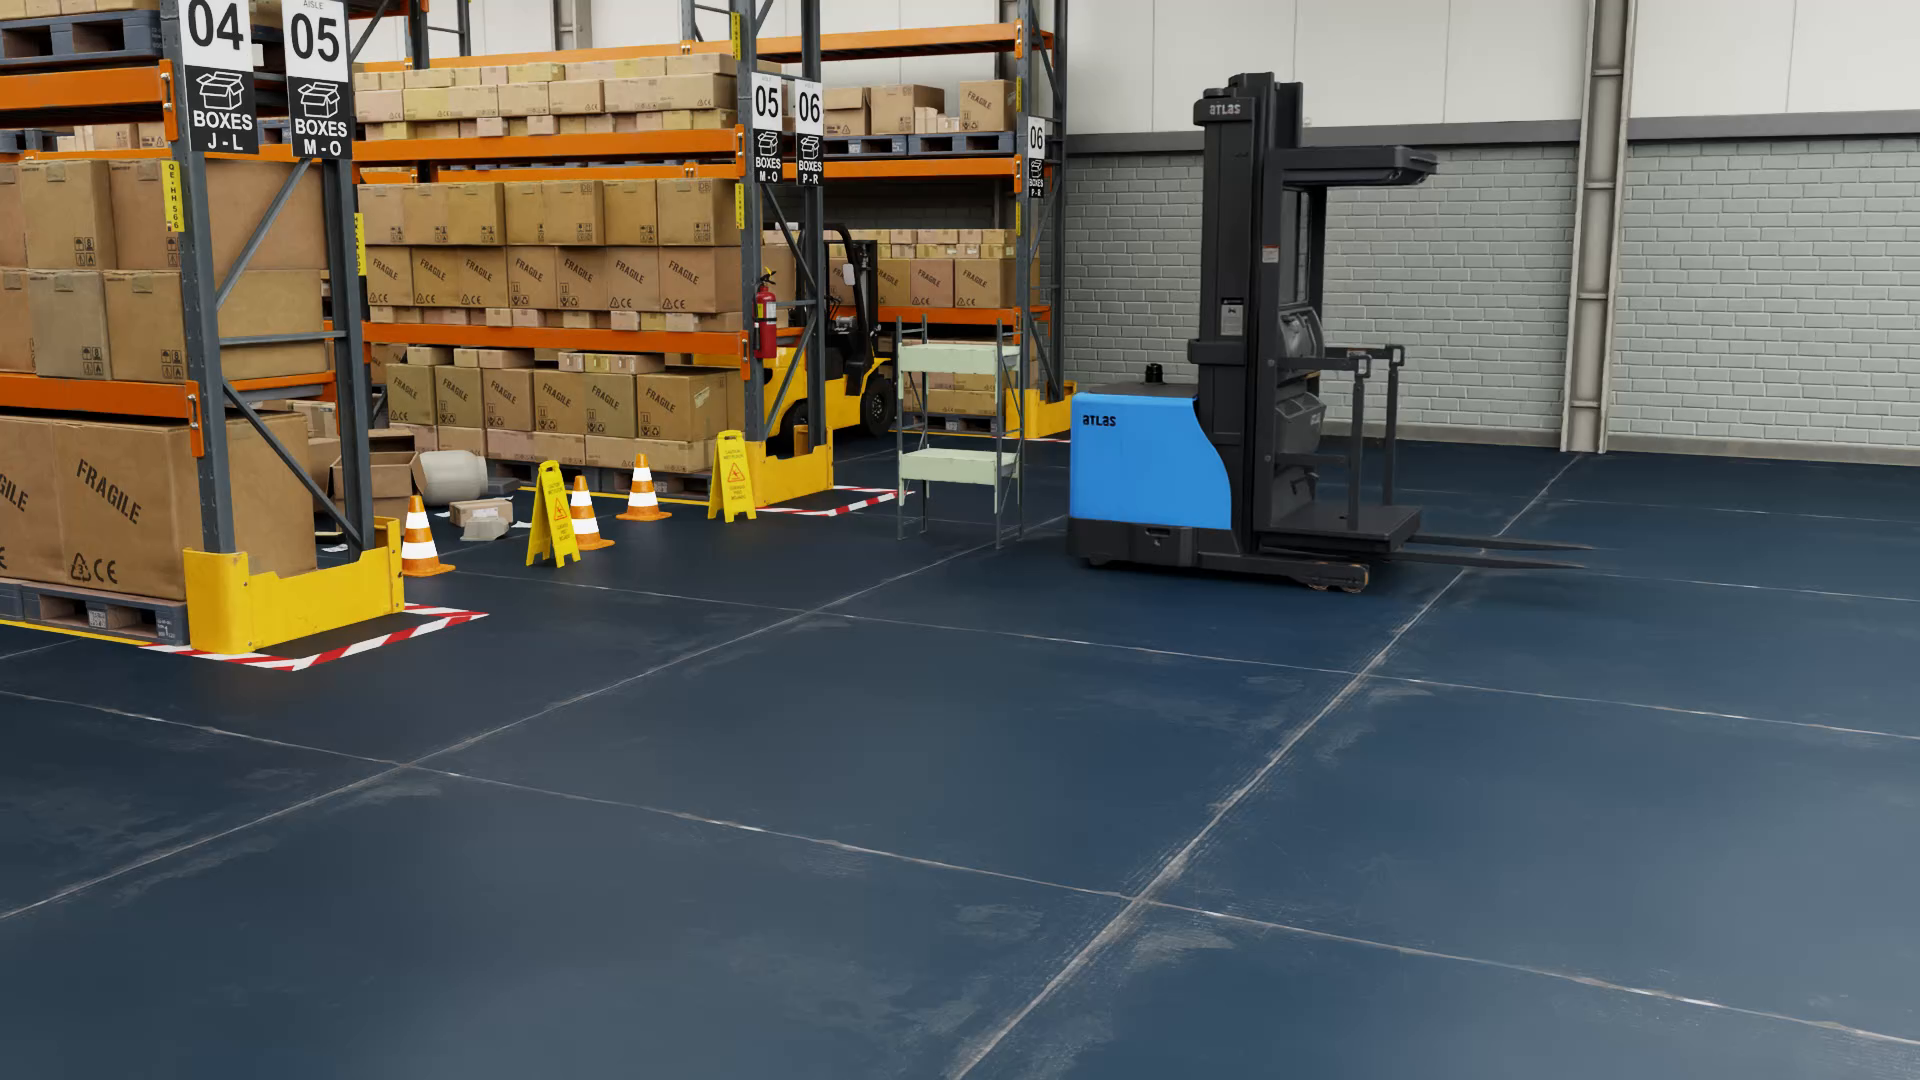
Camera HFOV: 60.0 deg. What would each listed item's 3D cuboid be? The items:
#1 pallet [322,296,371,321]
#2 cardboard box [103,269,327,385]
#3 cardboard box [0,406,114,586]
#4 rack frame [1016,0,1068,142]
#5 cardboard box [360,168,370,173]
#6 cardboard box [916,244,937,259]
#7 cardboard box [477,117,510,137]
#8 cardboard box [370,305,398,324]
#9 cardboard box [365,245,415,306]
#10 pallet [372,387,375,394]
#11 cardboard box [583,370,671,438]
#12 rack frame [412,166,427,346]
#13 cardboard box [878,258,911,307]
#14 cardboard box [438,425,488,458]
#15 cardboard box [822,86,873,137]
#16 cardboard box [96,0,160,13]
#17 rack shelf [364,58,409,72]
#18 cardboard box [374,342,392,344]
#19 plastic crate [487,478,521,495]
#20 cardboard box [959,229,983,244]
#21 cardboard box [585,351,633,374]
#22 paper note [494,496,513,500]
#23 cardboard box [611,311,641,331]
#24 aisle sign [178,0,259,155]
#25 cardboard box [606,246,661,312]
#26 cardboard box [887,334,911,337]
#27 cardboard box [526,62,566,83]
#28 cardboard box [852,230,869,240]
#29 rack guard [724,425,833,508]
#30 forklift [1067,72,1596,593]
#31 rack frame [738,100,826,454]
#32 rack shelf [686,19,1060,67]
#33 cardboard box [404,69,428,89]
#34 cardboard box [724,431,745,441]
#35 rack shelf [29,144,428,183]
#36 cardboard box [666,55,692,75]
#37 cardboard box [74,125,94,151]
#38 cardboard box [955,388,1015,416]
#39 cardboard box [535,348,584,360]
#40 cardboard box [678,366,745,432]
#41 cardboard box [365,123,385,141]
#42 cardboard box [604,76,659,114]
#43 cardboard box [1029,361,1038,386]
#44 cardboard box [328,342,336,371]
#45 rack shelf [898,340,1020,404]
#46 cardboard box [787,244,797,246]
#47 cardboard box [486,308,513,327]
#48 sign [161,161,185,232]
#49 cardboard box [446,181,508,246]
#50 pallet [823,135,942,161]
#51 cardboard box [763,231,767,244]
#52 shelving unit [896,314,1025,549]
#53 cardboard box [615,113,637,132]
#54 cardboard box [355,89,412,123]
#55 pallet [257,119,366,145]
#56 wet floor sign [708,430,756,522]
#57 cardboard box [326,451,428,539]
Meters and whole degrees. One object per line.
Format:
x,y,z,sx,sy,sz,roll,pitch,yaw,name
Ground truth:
-5.564,-2.122,15.069,1.213,0.211,1.003,5,11,26,pallet
-3.808,-1.115,8.545,0.550,0.550,0.875,5,11,26,cardboard box
-4.883,-0.292,9.207,0.875,0.875,0.875,5,11,25,cardboard box
0.837,-5.562,16.697,0.127,3.000,1.000,5,11,26,rack frame
-7.356,-4.684,20.688,0.500,0.250,0.500,5,11,26,cardboard box
-0.263,-3.028,17.438,0.250,0.149,0.380,5,11,25,cardboard box
-3.654,-3.306,13.355,0.250,0.149,0.380,5,11,25,cardboard box
-4.802,-1.933,14.193,0.250,0.149,0.380,5,11,26,cardboard box
-4.672,-2.249,14.118,0.500,0.500,0.500,5,11,26,cardboard box
-8.080,-2.030,21.853,1.213,0.211,1.003,5,11,26,pallet
-2.659,-1.102,13.333,0.500,0.500,0.500,6,12,28,cardboard box
-6.337,-3.241,20.714,0.127,3.000,1.000,5,11,26,rack frame
-0.641,-2.739,17.662,0.500,0.500,0.500,5,11,25,cardboard box
-4.049,-0.856,14.081,0.500,0.250,0.500,6,12,29,cardboard box
-1.050,-4.538,17.709,0.637,0.503,0.797,5,12,28,cardboard box
-3.903,-2.599,7.992,0.250,0.149,0.380,5,11,26,cardboard box
-8.131,-5.800,21.150,4.000,0.370,1.077,5,11,26,rack shelf
-7.150,-2.552,20.925,0.250,0.149,0.380,4,11,23,cardboard box
-3.898,-0.441,13.444,0.583,0.080,0.402,1,10,6,plastic crate
0.188,-3.134,17.188,0.250,0.149,0.380,5,11,26,cardboard box
-2.772,-1.419,13.264,0.250,0.149,0.380,5,12,27,cardboard box
-3.571,-0.326,12.944,0.148,0.019,0.142,1,10,6,paper note
-2.527,-1.730,13.074,0.250,0.149,0.380,5,12,27,cardboard box
-3.524,-2.245,7.910,0.004,0.787,0.394,5,11,26,aisle sign
-2.411,-2.052,13.029,0.500,0.500,0.500,5,11,26,cardboard box
-0.860,-2.146,18.396,0.500,0.250,0.500,5,11,25,cardboard box
-3.180,-3.657,13.058,0.250,0.149,0.380,5,12,27,cardboard box
-0.955,-3.240,17.771,0.250,0.149,0.380,5,11,27,cardboard box
-1.424,-0.593,13.105,0.348,0.500,1.175,5,11,26,rack guard
2.223,-1.244,9.876,3.031,2.935,1.130,5,11,25,forklift
-1.356,-1.817,12.849,0.127,3.000,1.000,5,11,26,rack frame
-0.956,-5.169,17.667,4.000,0.370,1.077,5,11,26,rack shelf
-4.326,-3.762,13.639,0.250,0.149,0.380,5,11,24,cardboard box
-1.957,-0.779,13.652,0.500,0.250,0.500,5,11,25,cardboard box
-6.736,-3.412,15.259,4.000,0.370,1.077,5,11,26,rack shelf
-2.004,-3.568,12.566,0.250,0.149,0.380,5,12,27,cardboard box
-8.094,-3.786,15.679,0.258,0.266,0.396,5,11,26,cardboard box
0.276,-1.451,17.364,0.500,0.250,0.500,5,11,26,cardboard box
-4.590,-2.124,20.034,0.625,0.625,0.875,5,11,23,cardboard box
-1.978,-1.150,13.595,0.500,0.500,0.500,5,11,24,cardboard box
-4.770,-3.421,13.990,0.250,0.149,0.380,5,11,25,cardboard box
-2.379,-3.405,12.786,0.500,0.250,0.500,5,11,25,cardboard box
0.508,-1.780,17.782,0.500,0.250,0.500,5,12,27,cardboard box
-7.726,-2.298,21.346,0.500,0.500,0.500,6,12,28,cardboard box
0.006,-1.122,11.024,0.720,0.370,0.431,5,11,26,rack shelf
-1.678,-3.138,18.046,0.250,0.149,0.380,5,11,25,cardboard box
-3.659,-1.831,13.628,0.250,0.149,0.380,5,11,26,cardboard box
-3.708,-1.620,7.840,0.005,0.325,0.100,5,11,26,sign
-3.757,-2.663,13.599,0.500,0.500,0.700,5,11,25,cardboard box
-0.883,-4.199,17.832,1.213,0.211,1.003,5,11,26,pallet
-2.088,-3.343,18.342,0.250,0.149,0.380,5,11,25,cardboard box
0.006,-0.737,11.094,0.755,1.500,0.431,5,11,26,shelving unit
-2.458,-3.225,12.907,0.250,0.149,0.380,5,11,26,cardboard box
-4.669,-3.603,13.877,0.500,0.250,0.500,5,11,25,cardboard box
-5.449,-3.582,14.703,1.003,0.211,1.213,5,11,26,pallet
-1.659,-0.473,12.032,0.267,0.644,0.232,-10,14,-43,wet floor sign
-4.051,-0.323,11.602,0.637,0.503,0.797,-2,11,-14,cardboard box
